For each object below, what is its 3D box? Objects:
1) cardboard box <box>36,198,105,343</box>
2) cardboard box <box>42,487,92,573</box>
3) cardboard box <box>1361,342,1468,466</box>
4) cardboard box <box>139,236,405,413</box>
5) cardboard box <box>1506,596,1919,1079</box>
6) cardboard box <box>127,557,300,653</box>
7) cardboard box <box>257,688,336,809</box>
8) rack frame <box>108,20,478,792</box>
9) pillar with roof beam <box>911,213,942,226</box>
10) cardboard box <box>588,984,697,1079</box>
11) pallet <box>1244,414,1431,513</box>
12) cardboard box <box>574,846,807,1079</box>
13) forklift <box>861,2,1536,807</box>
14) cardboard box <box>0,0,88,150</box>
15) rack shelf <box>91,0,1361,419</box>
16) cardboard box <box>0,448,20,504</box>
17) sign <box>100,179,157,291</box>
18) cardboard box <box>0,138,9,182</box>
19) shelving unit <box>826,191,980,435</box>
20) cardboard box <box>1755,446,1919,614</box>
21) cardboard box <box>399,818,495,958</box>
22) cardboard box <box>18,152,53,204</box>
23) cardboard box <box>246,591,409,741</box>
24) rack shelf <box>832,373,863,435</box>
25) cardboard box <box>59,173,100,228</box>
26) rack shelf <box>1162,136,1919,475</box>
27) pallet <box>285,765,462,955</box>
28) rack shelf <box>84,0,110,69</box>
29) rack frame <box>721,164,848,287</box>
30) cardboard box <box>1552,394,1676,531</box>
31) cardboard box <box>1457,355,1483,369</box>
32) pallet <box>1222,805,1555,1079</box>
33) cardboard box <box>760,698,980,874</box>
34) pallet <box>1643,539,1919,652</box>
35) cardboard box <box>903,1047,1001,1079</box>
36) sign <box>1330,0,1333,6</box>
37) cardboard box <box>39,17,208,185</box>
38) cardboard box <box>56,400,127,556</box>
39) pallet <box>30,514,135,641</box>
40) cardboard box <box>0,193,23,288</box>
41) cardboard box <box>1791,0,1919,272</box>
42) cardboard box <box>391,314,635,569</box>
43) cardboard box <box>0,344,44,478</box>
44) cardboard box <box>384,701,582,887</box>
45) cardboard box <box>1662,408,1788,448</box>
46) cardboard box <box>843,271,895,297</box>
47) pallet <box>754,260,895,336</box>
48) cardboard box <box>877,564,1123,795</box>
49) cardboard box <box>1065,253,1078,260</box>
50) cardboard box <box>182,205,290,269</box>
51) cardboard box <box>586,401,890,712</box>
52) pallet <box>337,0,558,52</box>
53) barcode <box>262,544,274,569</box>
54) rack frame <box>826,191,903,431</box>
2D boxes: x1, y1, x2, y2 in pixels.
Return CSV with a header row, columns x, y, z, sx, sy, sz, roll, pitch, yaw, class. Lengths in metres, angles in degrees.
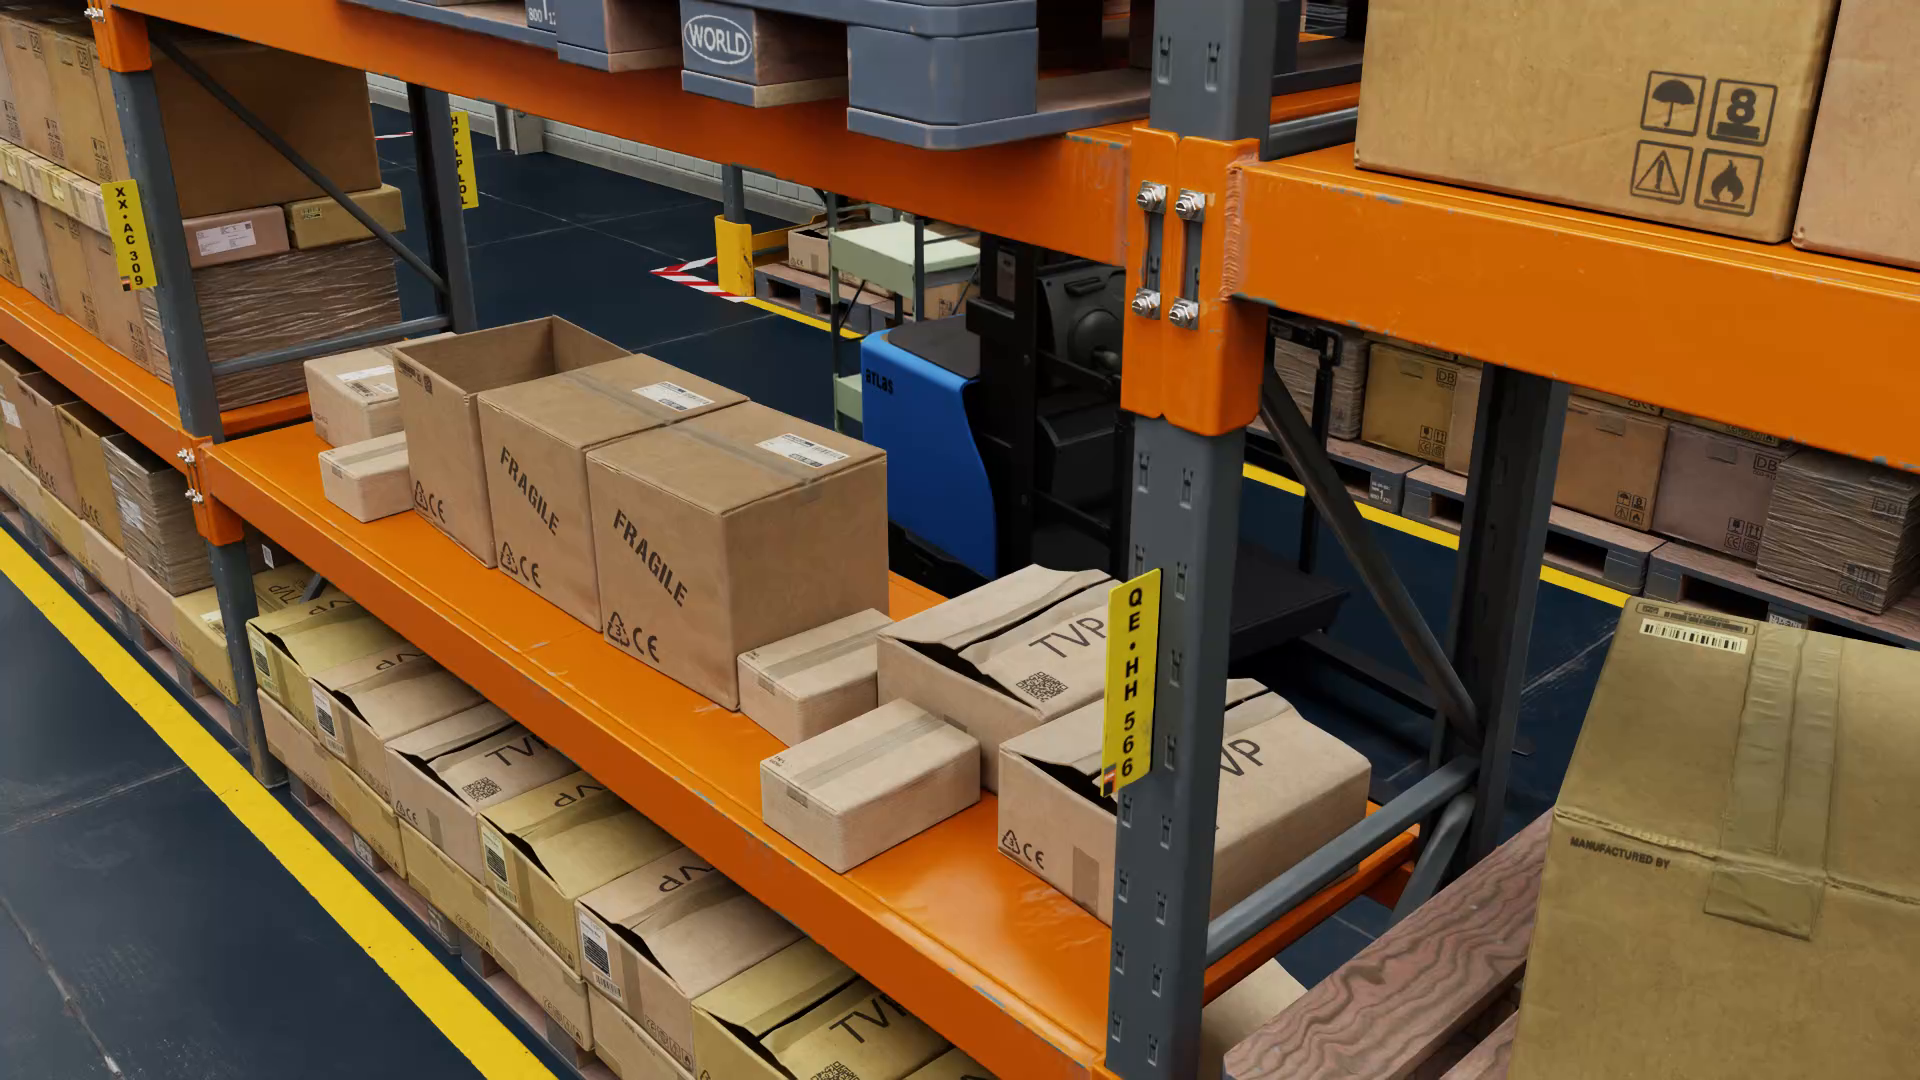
x,y,z,sx,sy,sz,roll,pitch,yaw,class
-3.109,-1.132,6.497,0.700,0.500,0.500,-21,32,-38,cardboard box
-3.601,-0.114,7.194,0.500,0.250,0.500,-21,32,-38,cardboard box
2.423,-0.752,8.265,0.700,0.500,0.500,-22,32,-39,cardboard box
-2.403,-0.821,5.815,0.700,0.500,0.500,-22,33,-40,cardboard box
1.151,0.491,2.433,0.500,0.500,0.700,12,27,25,cardboard box
-2.906,0.184,6.539,0.500,0.250,0.500,-21,32,-38,cardboard box
-2.001,0.609,5.607,0.500,0.250,0.500,-22,33,-40,cardboard box
-2.095,-0.643,5.545,1.000,3.000,0.127,-21,32,-38,rack frame
-3.249,-4.803,7.436,9.100,9.000,0.400,-21,32,-38,pillar with roof beam
-0.596,1.230,4.246,0.500,0.250,0.500,-20,31,-37,cardboard box
2.051,-0.545,8.691,1.003,0.211,1.213,-21,32,-38,pallet
-0.602,0.975,4.129,0.500,0.311,0.500,-21,32,-39,cardboard box
0.817,-0.851,6.084,1.130,2.935,3.031,-16,29,-32,forklift
-3.432,-1.867,6.546,0.700,0.500,0.500,-21,32,-38,cardboard box
-0.728,-1.074,3.744,1.077,0.370,4.000,-21,32,-38,rack shelf
-4.281,-0.419,7.861,0.500,0.250,0.500,-21,32,-38,cardboard box
-2.500,-0.915,5.003,0.100,0.325,0.005,-21,32,-38,sign
-3.668,-1.550,6.631,0.380,0.149,0.250,-21,32,-38,cardboard box
-0.238,-0.862,7.832,0.431,1.500,0.755,-16,29,-32,shelving unit
3.722,-0.104,6.845,0.700,0.500,0.500,-21,32,-38,cardboard box
-1.296,0.921,4.924,0.500,0.250,0.500,-22,33,-40,cardboard box
-3.304,-1.390,6.282,0.380,0.149,0.250,-20,31,-37,cardboard box
-1.995,0.358,5.483,0.500,0.311,0.500,-21,32,-38,cardboard box
-0.238,-0.565,7.968,0.431,0.370,0.720,-16,29,-32,rack shelf
-2.966,-1.239,5.949,0.380,0.149,0.250,-21,32,-39,cardboard box
2.006,0.137,1.088,1.077,0.370,4.000,-21,32,-38,rack shelf
-1.563,0.838,5.659,1.003,0.211,1.213,-21,32,-38,pallet
-3.462,-2.286,6.400,1.077,0.370,4.000,-21,32,-38,rack shelf
-1.216,-3.261,11.285,1.000,3.000,0.127,-21,32,-38,rack frame
3.094,-0.435,7.572,0.700,0.500,0.500,-21,32,-39,cardboard box
2.695,-0.946,7.788,0.500,0.250,0.500,-22,33,-40,cardboard box
1.153,0.842,2.522,1.213,0.211,1.003,-21,32,-38,pallet
-0.178,0.489,3.367,0.380,0.149,0.250,-21,32,-38,cardboard box
3.719,0.194,7.071,1.003,0.211,1.213,-21,32,-38,pallet
0.101,1.285,3.451,0.500,0.311,0.500,-20,31,-37,cardboard box
1.921,-2.735,8.736,0.100,0.325,0.005,-21,32,-38,sign
-2.750,-1.564,5.881,0.700,0.500,0.500,-21,32,-39,cardboard box
-3.250,-0.308,6.714,0.500,0.500,0.500,-21,32,-38,cardboard box
-3.447,0.003,7.489,1.003,0.211,1.213,-21,32,-38,pallet
-3.822,-1.445,7.184,0.700,0.500,0.500,-21,32,-38,cardboard box
1.310,-0.564,1.638,0.910,0.500,0.500,-21,32,-38,cardboard box
-1.222,-0.292,4.655,0.500,0.500,0.500,-19,30,-35,cardboard box
-3.931,-0.612,7.380,0.500,0.500,0.500,-21,32,-38,cardboard box
-1.302,0.667,4.805,0.500,0.311,0.500,23,33,40,cardboard box
3.378,-0.635,7.107,0.500,0.250,0.500,-20,32,-38,cardboard box
-0.419,-1.830,10.857,0.500,0.311,0.500,-18,30,-34,cardboard box
-0.635,-1.713,11.252,1.003,0.211,1.213,-21,32,-38,pallet
0.169,0.284,3.622,0.500,0.311,0.500,-22,32,-39,cardboard box
0.779,-1.415,9.720,0.500,0.500,0.500,21,32,38,cardboard box
-2.438,-1.005,5.437,0.380,0.149,0.250,-21,32,-38,cardboard box
-0.520,0.020,3.972,0.500,0.500,0.500,22,32,39,cardboard box
-0.657,-1.228,3.442,1.003,0.211,1.213,-19,31,-36,pallet
-2.225,0.053,5.345,0.001,0.075,0.075,-21,32,-38,barcode
-0.449,-0.986,8.105,0.400,1.500,0.023,-16,29,-32,rack frame
